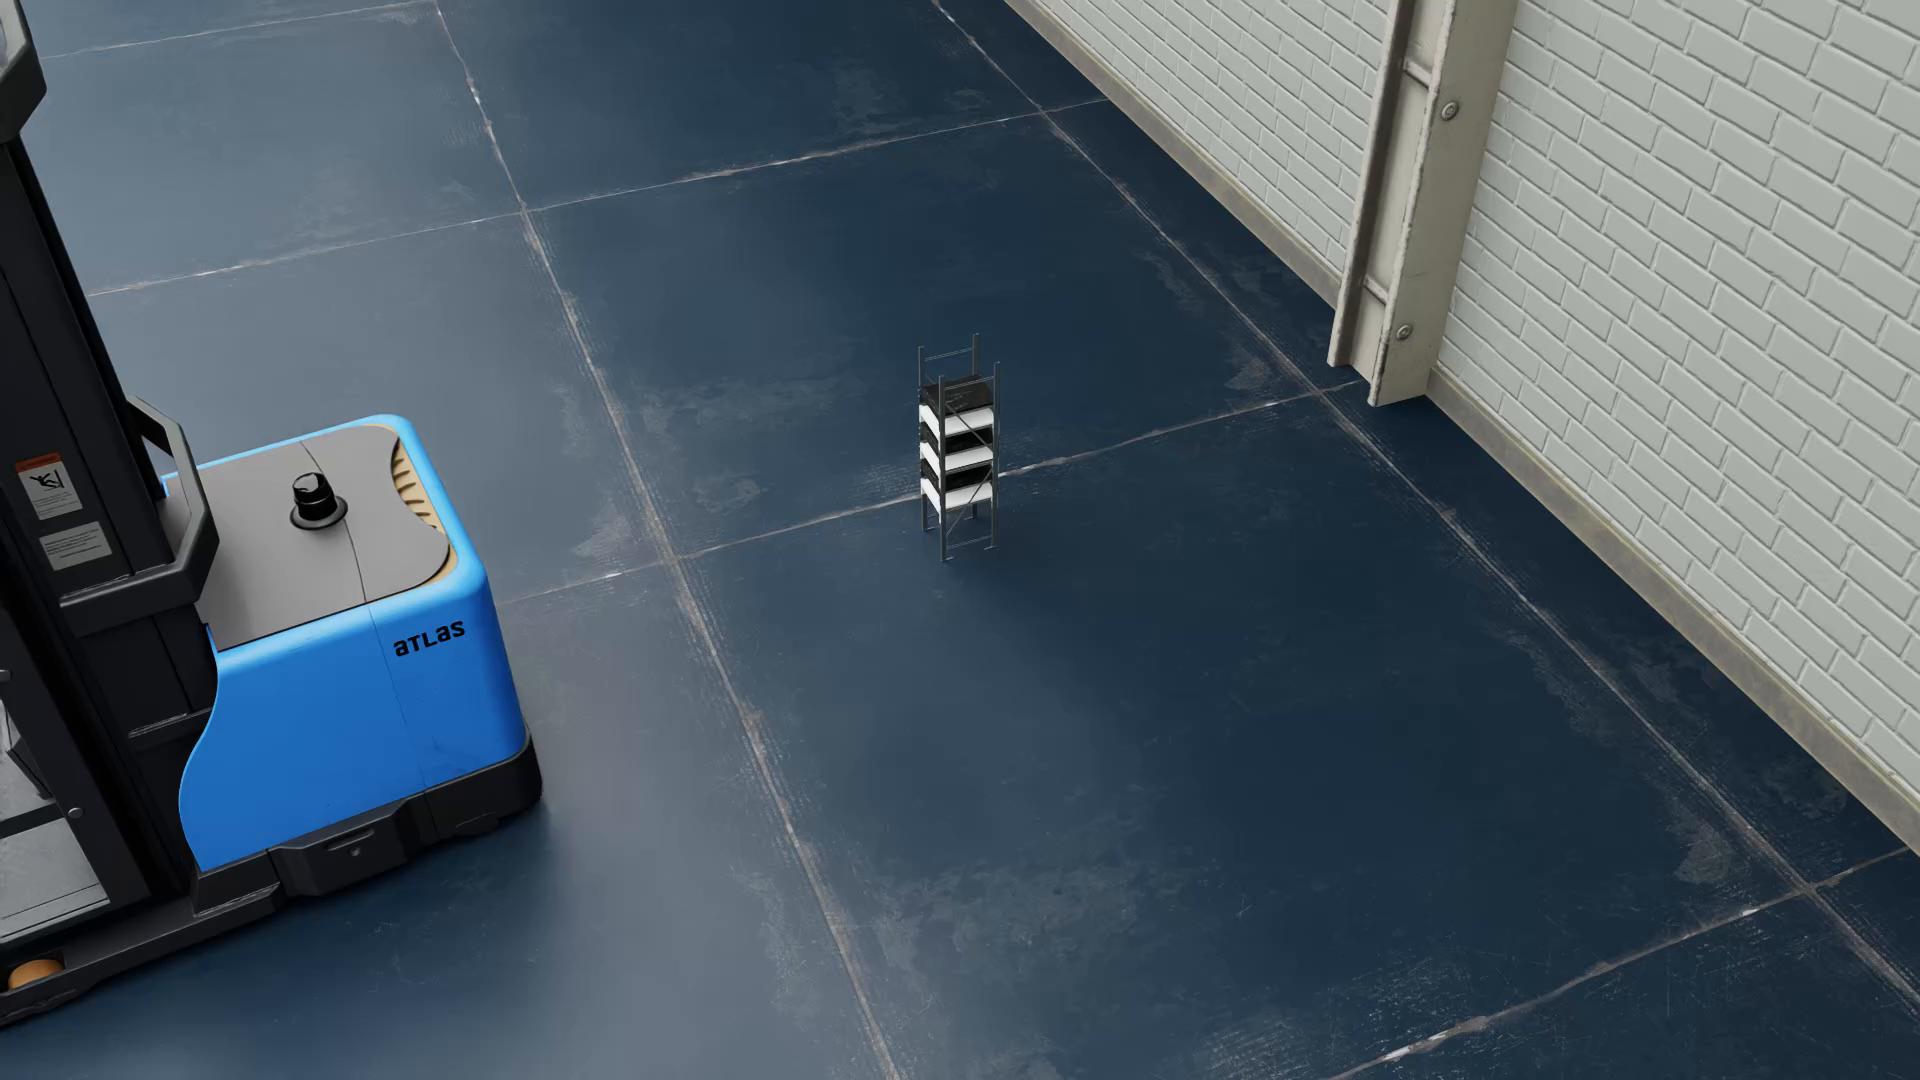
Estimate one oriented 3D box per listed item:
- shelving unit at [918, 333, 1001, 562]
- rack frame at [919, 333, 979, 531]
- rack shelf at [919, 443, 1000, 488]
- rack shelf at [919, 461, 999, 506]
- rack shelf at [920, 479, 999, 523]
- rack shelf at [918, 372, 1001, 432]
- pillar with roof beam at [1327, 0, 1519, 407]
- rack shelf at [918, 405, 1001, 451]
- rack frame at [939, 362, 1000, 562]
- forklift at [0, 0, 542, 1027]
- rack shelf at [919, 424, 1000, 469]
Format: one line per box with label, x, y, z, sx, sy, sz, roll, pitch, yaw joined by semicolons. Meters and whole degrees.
shelving unit;-0.003;-0.346;6.462;0.258;0.900;0.210;-15;43;-17
rack frame;-0.042;-0.407;6.534;0.240;0.900;0.006;-15;43;-17
rack shelf;-0.003;-0.321;6.484;0.258;0.077;0.200;-15;43;-17
rack shelf;-0.003;-0.253;6.543;0.258;0.077;0.200;-15;43;-17
rack shelf;-0.003;-0.184;6.601;0.258;0.077;0.200;-15;43;-17
rack shelf;-0.003;-0.526;6.308;0.258;0.077;0.200;-15;43;-17
pillar with roof beam;-2.061;-3.088;3.439;9.100;9.000;0.400;-15;43;-17
rack shelf;-0.003;-0.457;6.367;0.258;0.077;0.200;-15;43;-17
rack frame;0.036;-0.285;6.391;0.240;0.900;0.006;-15;43;-17
forklift;-2.964;-0.007;4.510;3.031;2.935;1.130;-20;44;-21
rack shelf;-0.003;-0.389;6.425;0.258;0.077;0.200;-15;43;-17
